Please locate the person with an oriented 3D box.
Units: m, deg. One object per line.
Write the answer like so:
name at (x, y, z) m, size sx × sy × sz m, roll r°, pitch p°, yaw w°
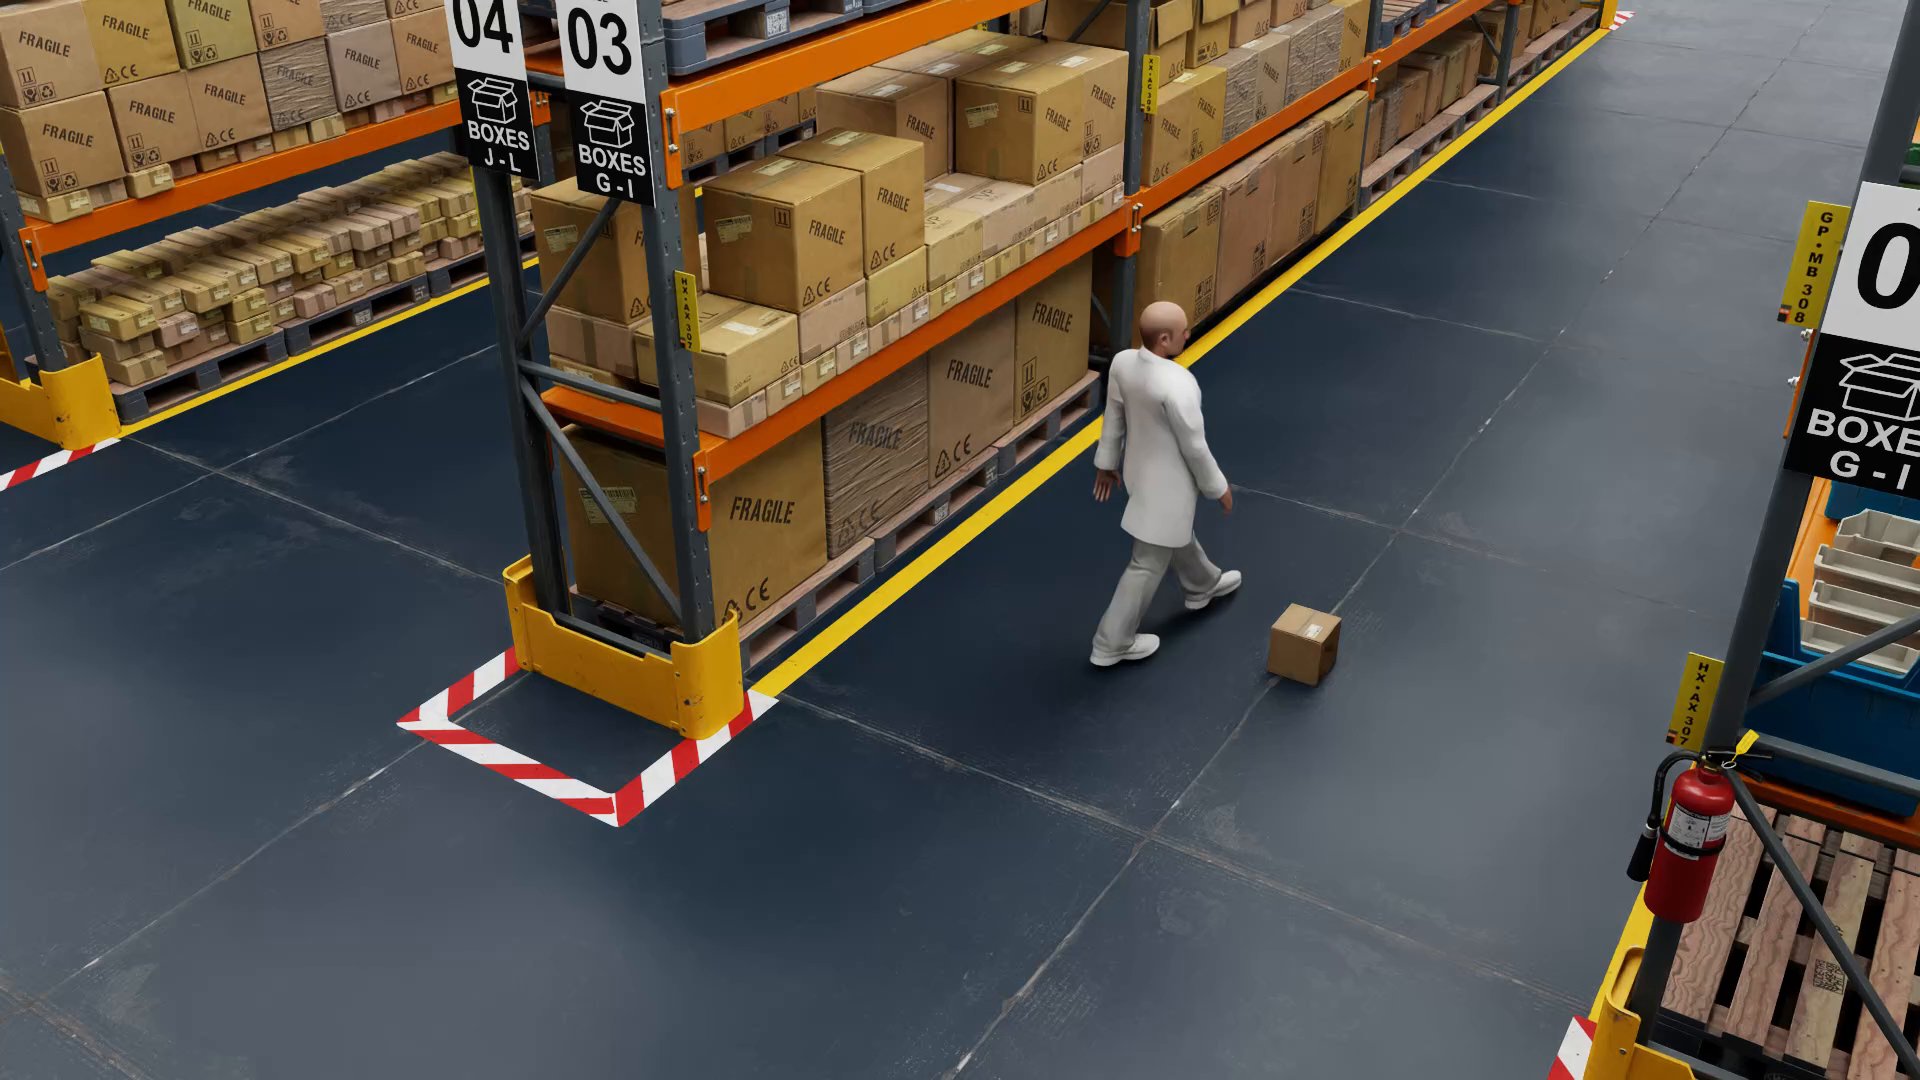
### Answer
person at (1.033, -0.308, 7.669) m, size 1.022 × 1.735 × 0.623 m, roll -14°, pitch 33°, yaw -22°
